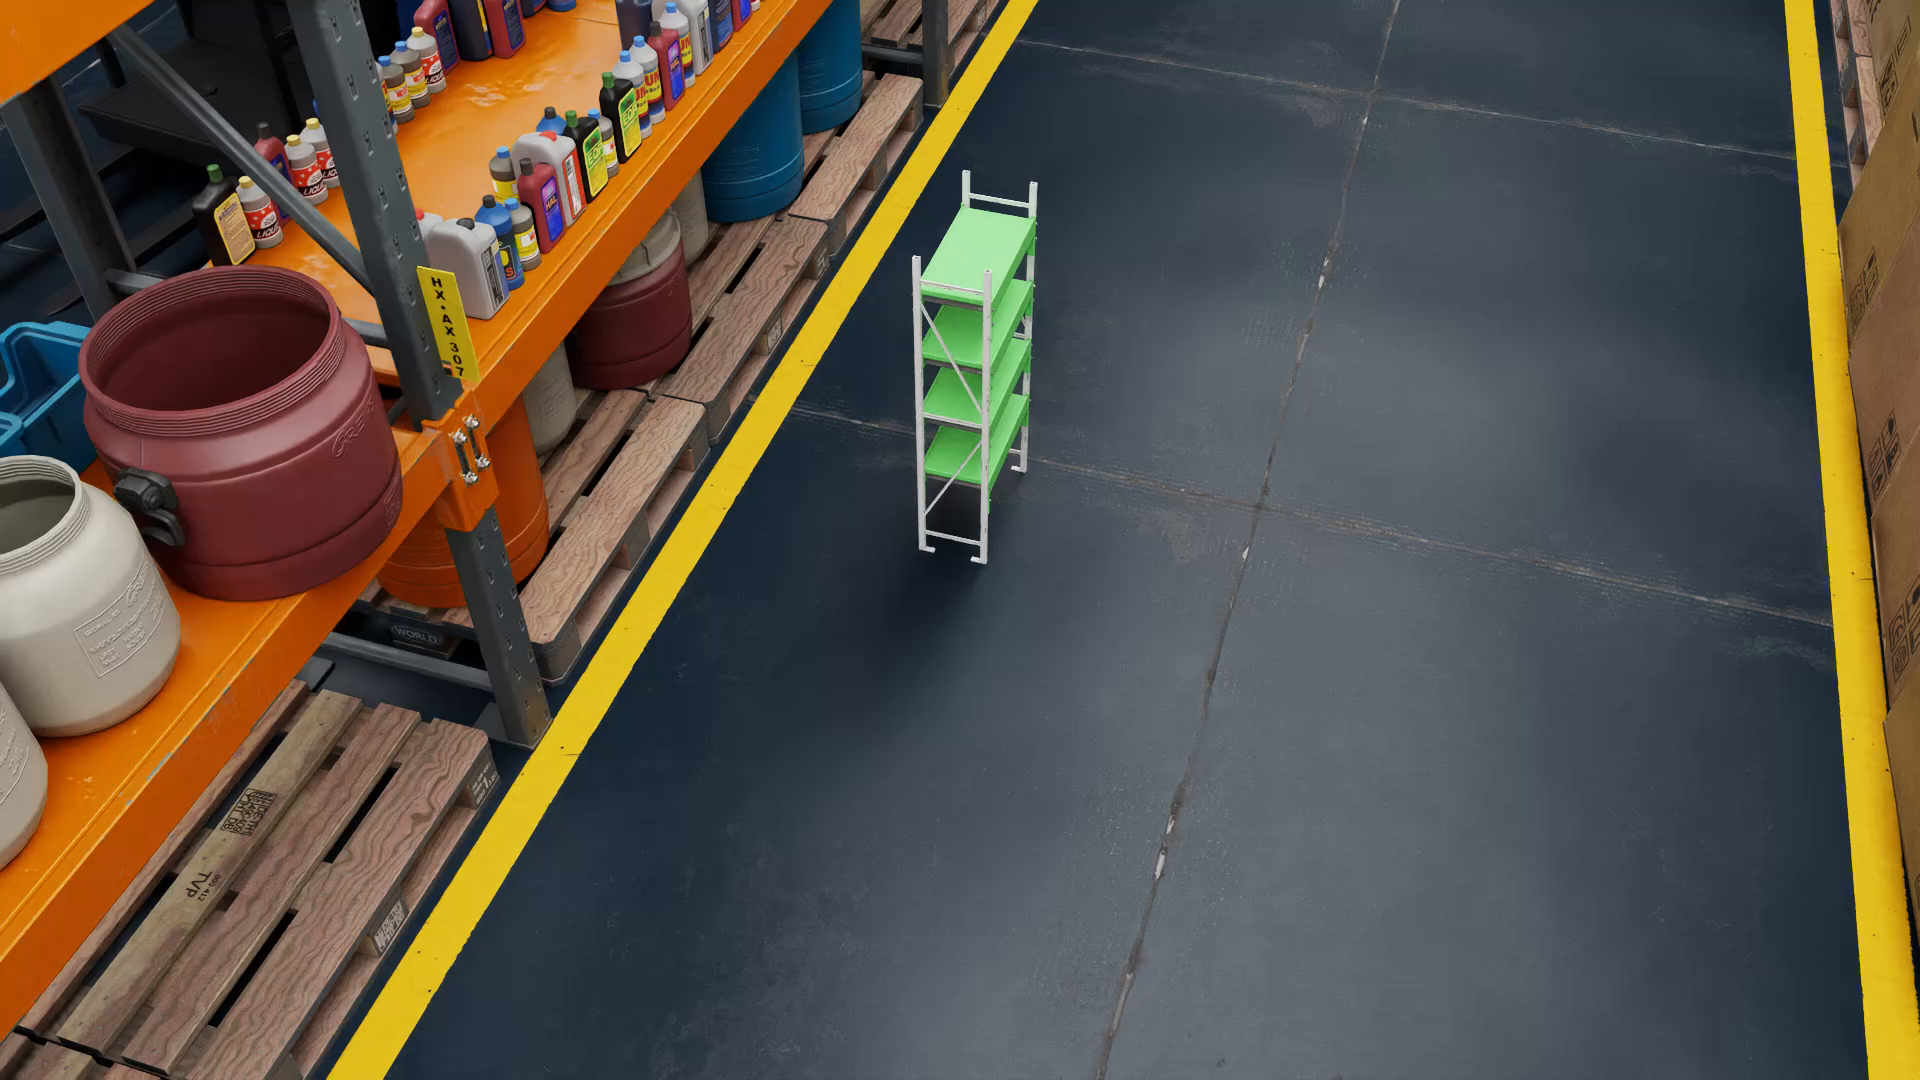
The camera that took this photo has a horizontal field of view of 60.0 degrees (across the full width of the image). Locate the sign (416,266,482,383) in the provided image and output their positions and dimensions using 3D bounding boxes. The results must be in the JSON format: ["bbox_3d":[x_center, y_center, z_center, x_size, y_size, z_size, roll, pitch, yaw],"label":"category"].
[{"bbox_3d":[-1.233,-0.517,4.017,0.100,0.325,0.005,13,46,13],"label":"sign"}]

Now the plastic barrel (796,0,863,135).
[{"bbox_3d":[-0.729,-2.278,7.134,0.600,0.901,0.708,13,46,13],"label":"plastic barrel"}]

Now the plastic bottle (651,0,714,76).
[{"bbox_3d":[-0.900,-1.671,5.402,0.152,0.276,0.135,13,46,13],"label":"plastic bottle"}]

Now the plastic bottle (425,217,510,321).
[{"bbox_3d":[-1.320,-0.747,4.457,0.152,0.276,0.135,13,46,13],"label":"plastic bottle"}]

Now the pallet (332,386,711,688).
[{"bbox_3d":[-1.560,-0.109,5.710,1.003,0.211,1.213,13,46,13],"label":"pallet"}]

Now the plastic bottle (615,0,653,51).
[{"bbox_3d":[-1.034,-1.746,5.425,0.144,0.351,0.185,13,46,13],"label":"plastic bottle"}]

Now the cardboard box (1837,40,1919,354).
[{"bbox_3d":[3.998,-1.148,5.997,1.225,0.875,0.875,13,46,13],"label":"cardboard box"}]

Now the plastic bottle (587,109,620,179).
[{"bbox_3d":[-1.079,-1.189,4.962,0.097,0.201,0.097,0,44,0],"label":"plastic bottle"}]

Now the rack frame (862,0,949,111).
[{"bbox_3d":[-0.548,-3.237,6.913,1.000,3.000,0.127,13,46,13],"label":"rack frame"}]

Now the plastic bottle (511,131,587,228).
[{"bbox_3d":[-1.180,-1.055,4.772,0.152,0.276,0.135,13,46,13],"label":"plastic bottle"}]

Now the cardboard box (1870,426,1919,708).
[{"bbox_3d":[3.467,0.039,4.784,1.225,0.875,0.875,13,46,13],"label":"cardboard box"}]

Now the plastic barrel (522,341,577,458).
[{"bbox_3d":[-1.542,-0.557,5.653,0.421,0.512,0.421,0,44,0],"label":"plastic barrel"}]

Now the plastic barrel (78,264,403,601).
[{"bbox_3d":[-1.611,-0.246,3.759,0.600,0.536,0.708,13,46,13],"label":"plastic barrel"}]

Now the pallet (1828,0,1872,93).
[{"bbox_3d":[4.845,-2.498,8.151,1.003,0.211,1.213,13,46,12],"label":"pallet"}]

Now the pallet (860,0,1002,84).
[{"bbox_3d":[-0.362,-2.739,8.398,1.003,0.211,1.213,13,46,13],"label":"pallet"}]

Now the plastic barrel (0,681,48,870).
[{"bbox_3d":[-1.995,0.401,3.116,0.421,0.512,0.421,0,44,0],"label":"plastic barrel"}]

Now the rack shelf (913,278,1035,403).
[{"bbox_3d":[0.050,-0.665,5.320,0.258,0.148,0.480,13,46,12],"label":"rack shelf"}]

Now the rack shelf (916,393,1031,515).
[{"bbox_3d":[0.050,-0.322,5.656,0.258,0.148,0.480,13,46,12],"label":"rack shelf"}]

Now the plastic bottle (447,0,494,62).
[{"bbox_3d":[-1.609,-1.772,5.452,0.144,0.351,0.185,13,46,13],"label":"plastic bottle"}]

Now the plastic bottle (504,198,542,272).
[{"bbox_3d":[-1.230,-0.856,4.622,0.097,0.201,0.097,0,44,0],"label":"plastic bottle"}]

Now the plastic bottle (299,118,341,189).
[{"bbox_3d":[-1.892,-1.152,4.924,0.097,0.201,0.097,0,44,0],"label":"plastic bottle"}]

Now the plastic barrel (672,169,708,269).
[{"bbox_3d":[-1.200,-1.310,6.422,0.421,0.512,0.421,0,44,0],"label":"plastic barrel"}]

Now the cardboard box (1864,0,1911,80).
[{"bbox_3d":[4.721,-2.602,7.483,0.875,0.875,0.875,13,46,13],"label":"cardboard box"}]

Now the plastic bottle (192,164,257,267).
[{"bbox_3d":[-2.043,-0.889,4.597,0.061,0.283,0.133,13,46,13],"label":"plastic bottle"}]

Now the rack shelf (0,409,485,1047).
[{"bbox_3d":[-2.365,1.019,3.078,1.077,0.370,4.000,13,46,13],"label":"rack shelf"}]

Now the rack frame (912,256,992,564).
[{"bbox_3d":[-0.024,-0.377,5.277,0.240,1.200,0.015,13,46,12],"label":"rack frame"}]

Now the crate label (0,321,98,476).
[{"bbox_3d":[-2.244,-0.310,4.041,0.303,0.233,0.416,13,46,13],"label":"crate label"}]

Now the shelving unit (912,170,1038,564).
[{"bbox_3d":[0.050,-0.539,5.443,0.258,1.200,0.503,13,46,12],"label":"shelving unit"}]

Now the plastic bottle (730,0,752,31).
[{"bbox_3d":[-0.760,-1.876,5.606,0.061,0.283,0.133,13,46,13],"label":"plastic bottle"}]

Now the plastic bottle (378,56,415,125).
[{"bbox_3d":[-1.774,-1.411,5.189,0.097,0.201,0.097,0,44,0],"label":"plastic bottle"}]

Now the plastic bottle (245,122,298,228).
[{"bbox_3d":[-1.974,-1.043,4.755,0.061,0.283,0.133,13,46,13],"label":"plastic bottle"}]

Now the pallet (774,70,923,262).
[{"bbox_3d":[-0.821,-1.735,7.372,1.003,0.211,1.213,13,46,13],"label":"pallet"}]

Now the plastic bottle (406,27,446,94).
[{"bbox_3d":[-1.715,-1.541,5.322,0.097,0.201,0.097,0,44,0],"label":"plastic bottle"}]

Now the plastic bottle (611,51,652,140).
[{"bbox_3d":[-1.009,-1.368,5.095,0.097,0.271,0.097,0,44,0],"label":"plastic bottle"}]

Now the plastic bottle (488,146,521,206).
[{"bbox_3d":[-1.305,-1.042,4.812,0.097,0.201,0.097,0,44,0],"label":"plastic bottle"}]

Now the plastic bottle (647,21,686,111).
[{"bbox_3d":[-0.927,-1.510,5.232,0.061,0.283,0.133,13,46,13],"label":"plastic bottle"}]

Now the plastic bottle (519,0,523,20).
[{"bbox_3d":[-1.543,-1.850,5.580,0.061,0.283,0.133,13,46,13],"label":"plastic bottle"}]

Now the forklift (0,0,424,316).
[{"bbox_3d":[-3.112,-2.797,6.512,1.130,2.935,3.031,18,47,18],"label":"forklift"}]
